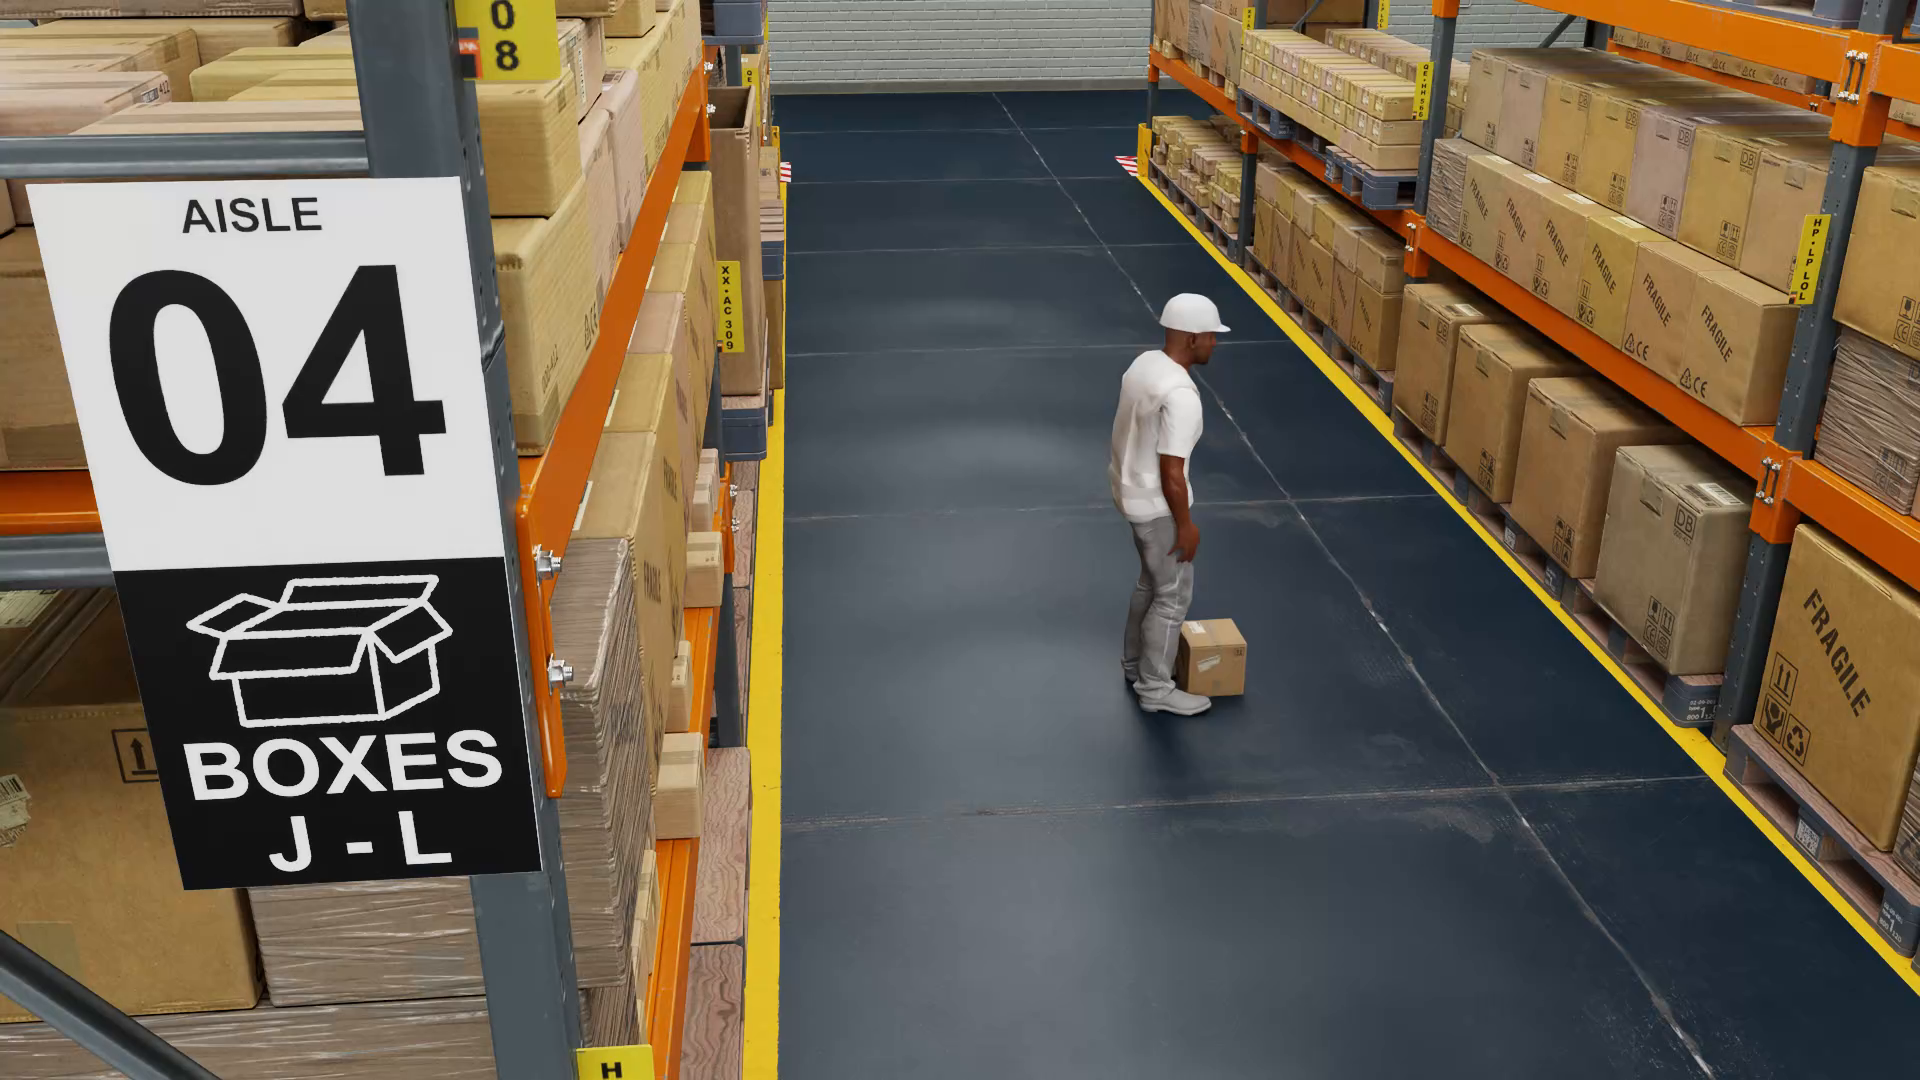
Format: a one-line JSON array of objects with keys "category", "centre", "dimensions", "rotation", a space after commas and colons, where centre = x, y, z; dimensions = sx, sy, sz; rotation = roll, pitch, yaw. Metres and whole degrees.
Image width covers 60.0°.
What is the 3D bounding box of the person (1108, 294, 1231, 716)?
[{"category": "person", "centre": [0.863, -0.160, 6.949], "dimensions": [0.463, 1.755, 0.626], "rotation": [-3, 24, -7]}]
